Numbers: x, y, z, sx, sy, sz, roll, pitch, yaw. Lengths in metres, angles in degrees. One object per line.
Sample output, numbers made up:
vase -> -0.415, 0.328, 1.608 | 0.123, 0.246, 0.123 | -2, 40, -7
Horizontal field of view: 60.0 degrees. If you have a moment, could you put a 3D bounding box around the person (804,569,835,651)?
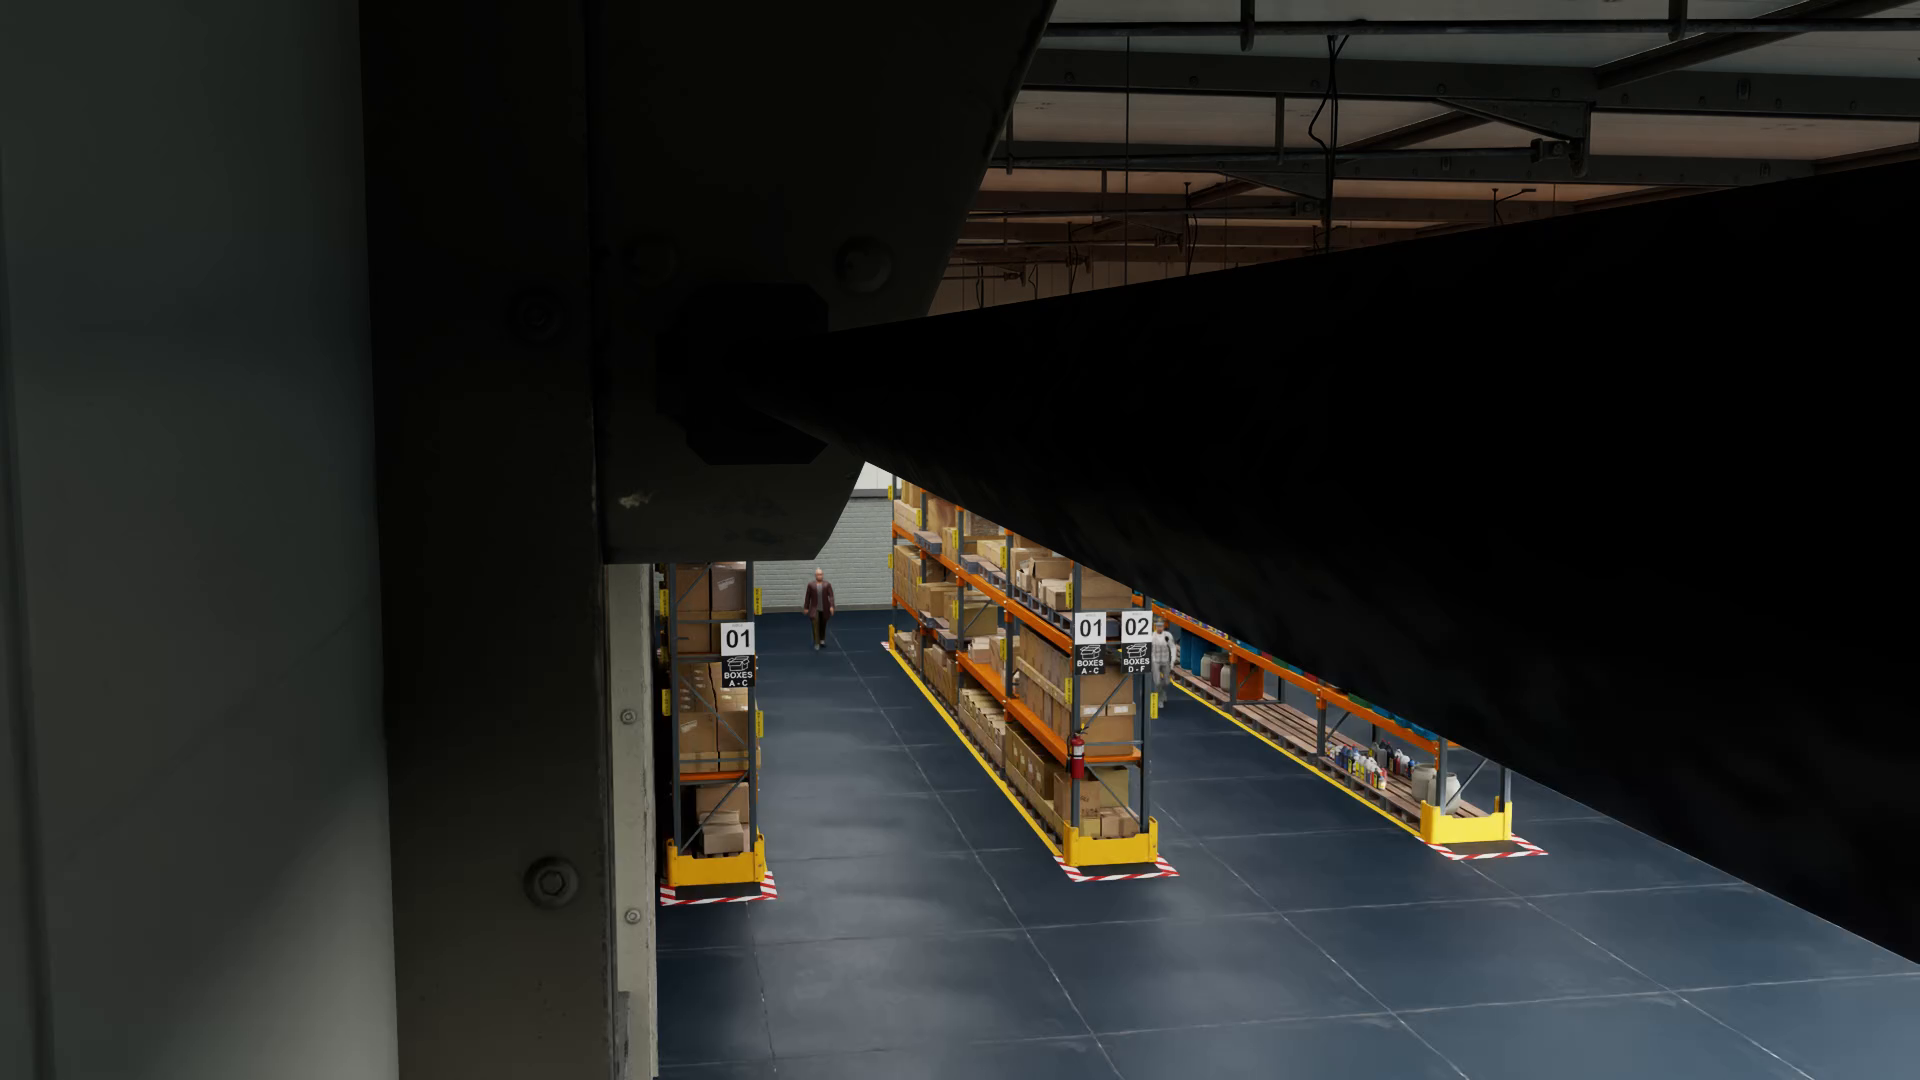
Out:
person -> -3.079, 1.508, 36.441 | 0.665, 1.718, 1.103 | -1, 6, -9

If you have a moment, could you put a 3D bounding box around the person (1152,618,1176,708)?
person -> 3.680, 2.223, 30.498 | 0.550, 1.655, 0.582 | 0, 6, 3
